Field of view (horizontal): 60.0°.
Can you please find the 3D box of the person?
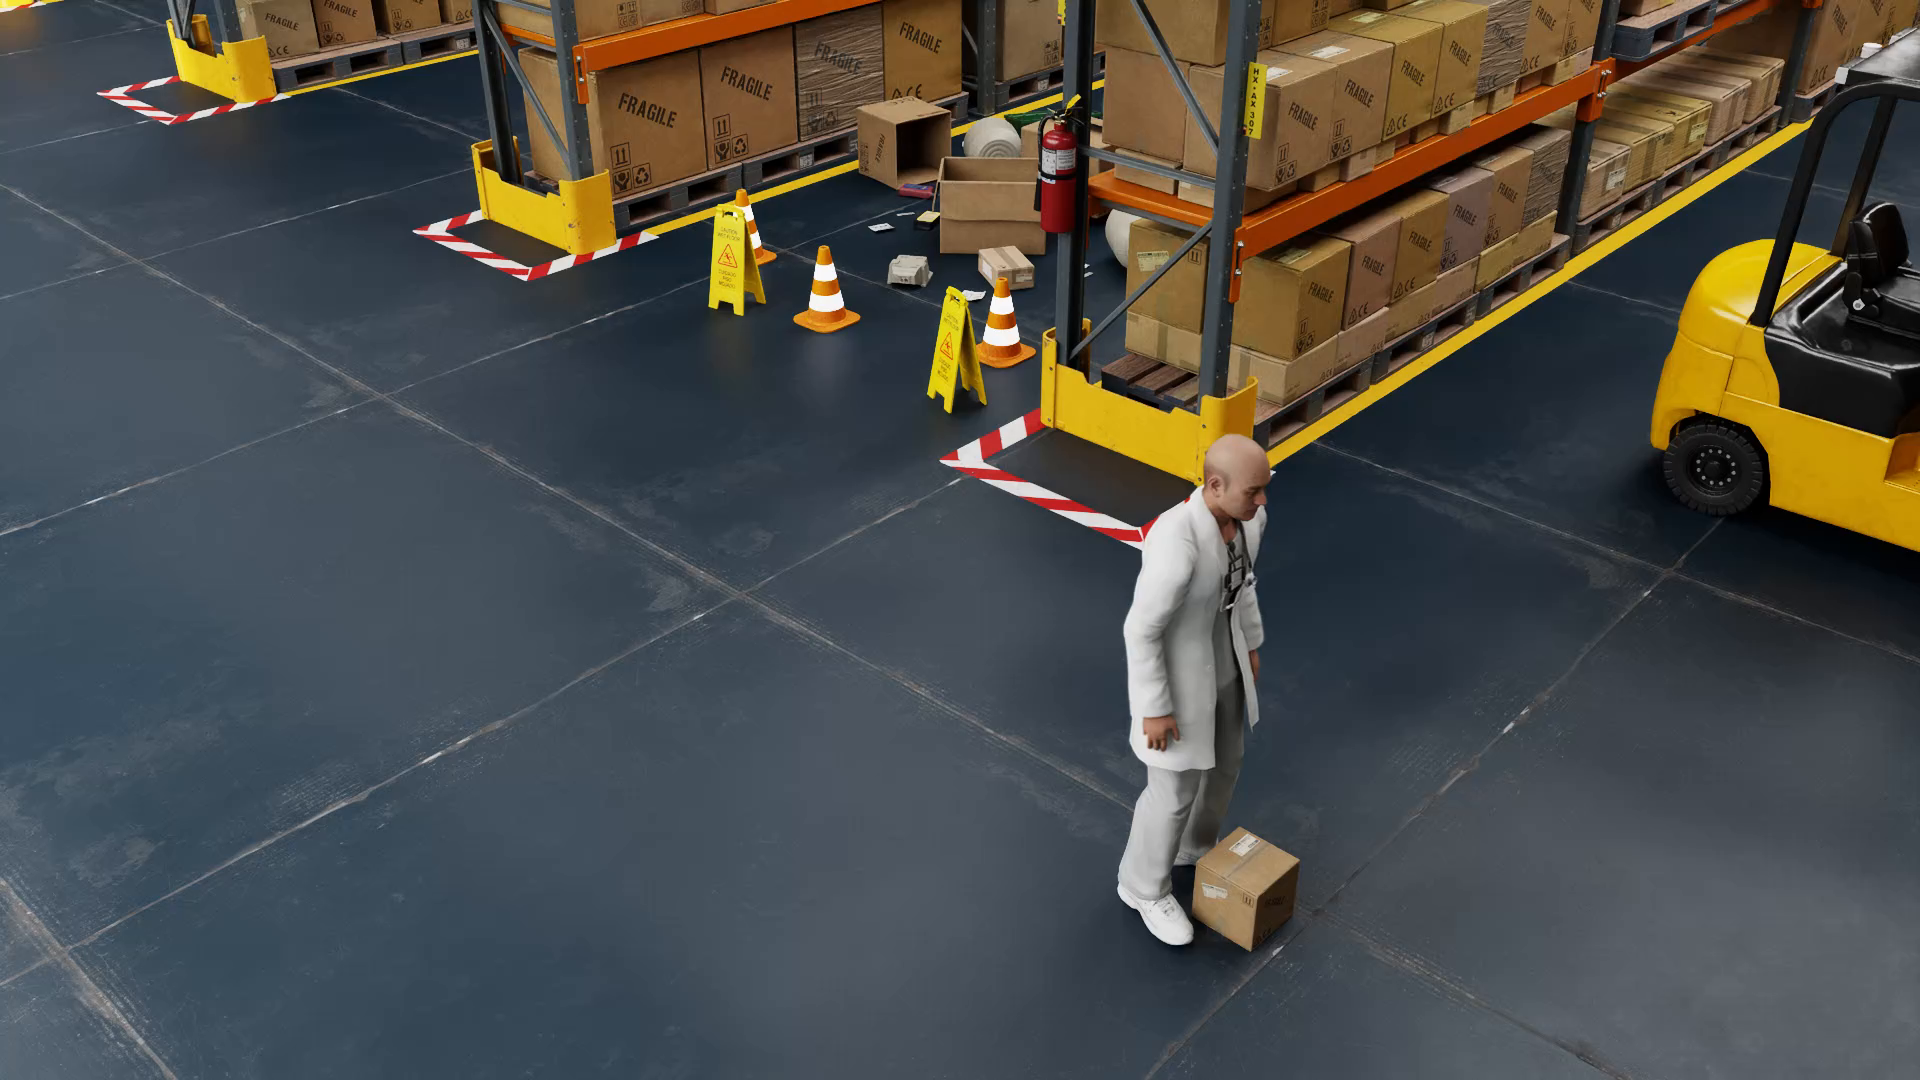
[{"bbox_3d":[0.775,0.450,5.397,0.427,1.773,0.641,25,39,35],"label":"person"}]
